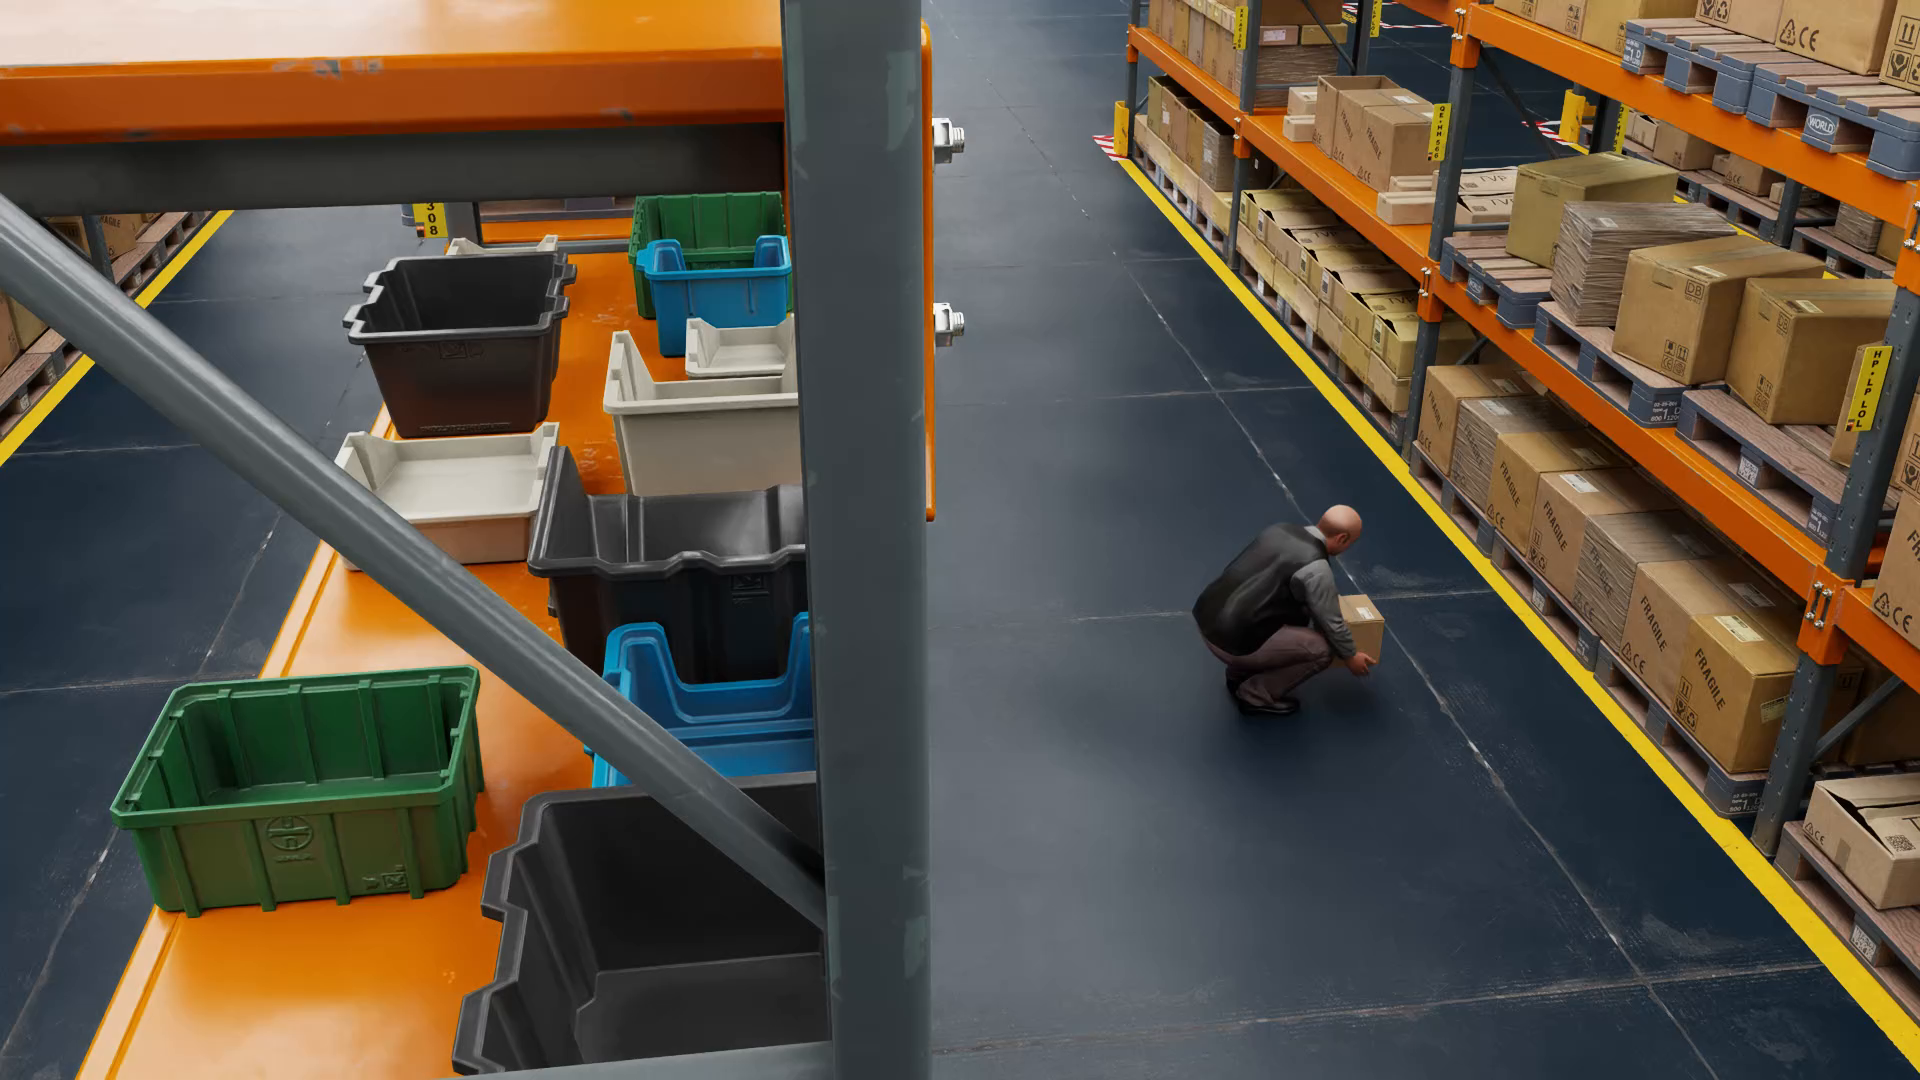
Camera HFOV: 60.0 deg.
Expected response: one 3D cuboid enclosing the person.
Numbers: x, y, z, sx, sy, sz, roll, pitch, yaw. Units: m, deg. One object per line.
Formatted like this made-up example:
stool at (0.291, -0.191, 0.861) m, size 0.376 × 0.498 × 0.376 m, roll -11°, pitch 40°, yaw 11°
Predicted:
person at (1.535, 0.317, 7.862) m, size 0.854 × 0.974 × 0.519 m, roll -4°, pitch 27°, yaw -8°
